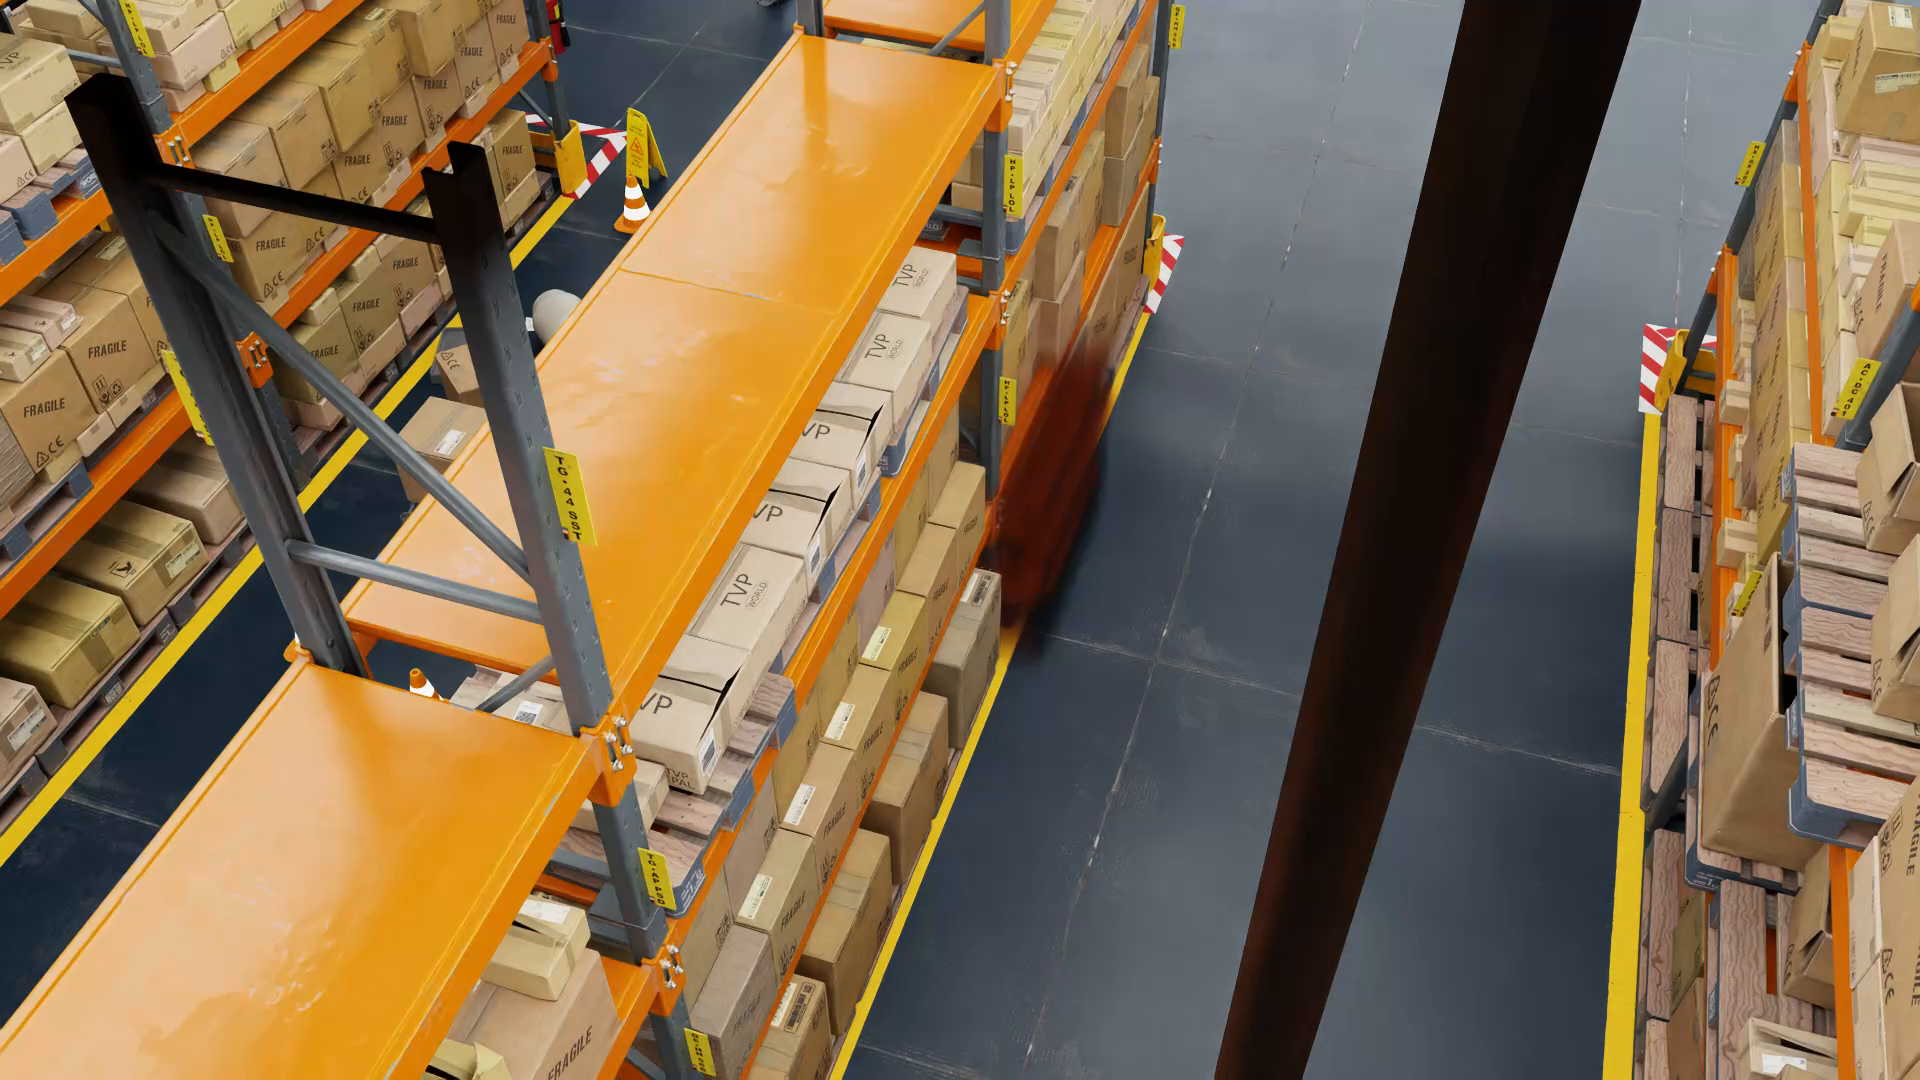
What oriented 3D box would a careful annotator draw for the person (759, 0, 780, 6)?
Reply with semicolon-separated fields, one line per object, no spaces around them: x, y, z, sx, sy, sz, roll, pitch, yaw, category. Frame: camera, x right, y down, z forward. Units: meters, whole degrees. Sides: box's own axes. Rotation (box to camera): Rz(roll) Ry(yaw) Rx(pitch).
-1.720;-6.025;15.806;0.622;1.801;0.868;31;53;27;person
